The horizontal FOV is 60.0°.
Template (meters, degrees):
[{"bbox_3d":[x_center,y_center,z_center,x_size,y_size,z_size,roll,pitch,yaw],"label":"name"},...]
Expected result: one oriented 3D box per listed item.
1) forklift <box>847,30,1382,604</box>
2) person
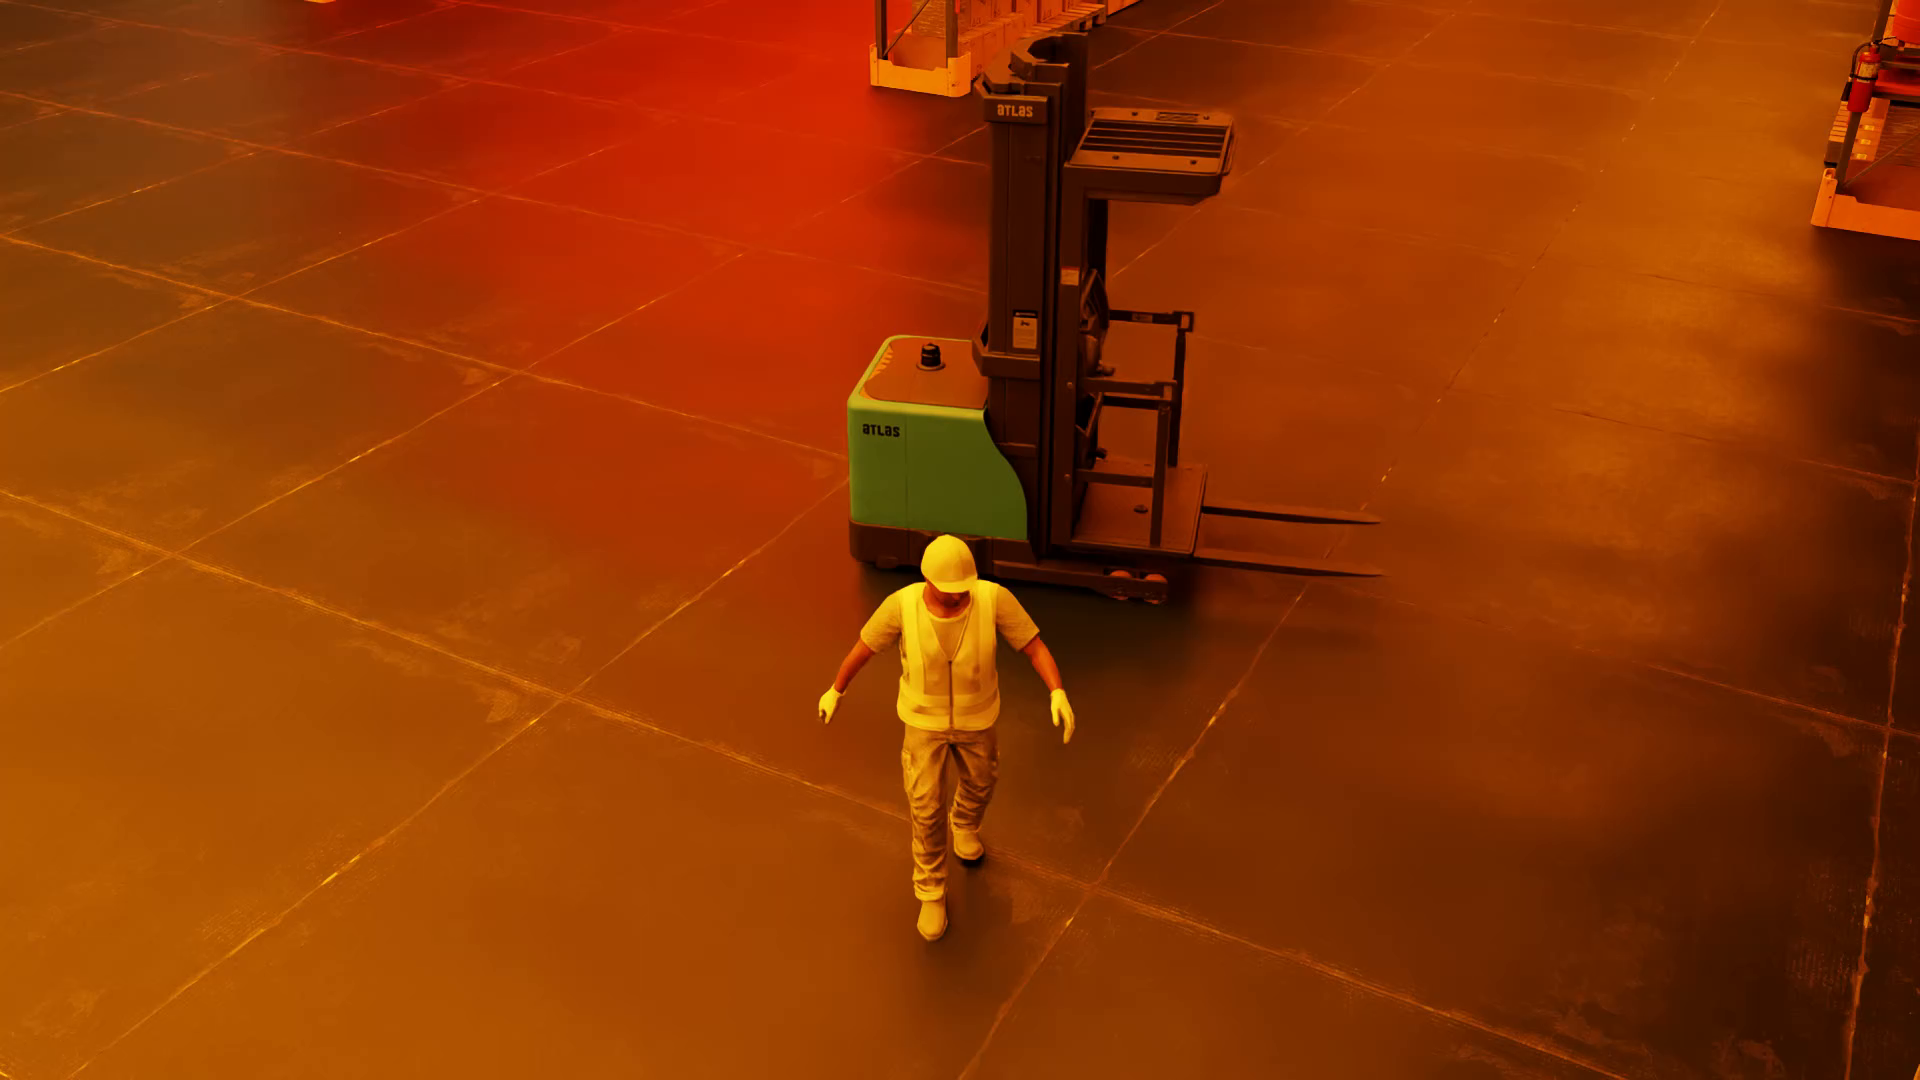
[{"bbox_3d":[0.925,-1.199,9.148,3.031,2.935,1.130,6,31,10],"label":"forklift"},{"bbox_3d":[-0.071,0.768,6.927,1.014,1.760,0.768,-3,30,-5],"label":"person"}]
